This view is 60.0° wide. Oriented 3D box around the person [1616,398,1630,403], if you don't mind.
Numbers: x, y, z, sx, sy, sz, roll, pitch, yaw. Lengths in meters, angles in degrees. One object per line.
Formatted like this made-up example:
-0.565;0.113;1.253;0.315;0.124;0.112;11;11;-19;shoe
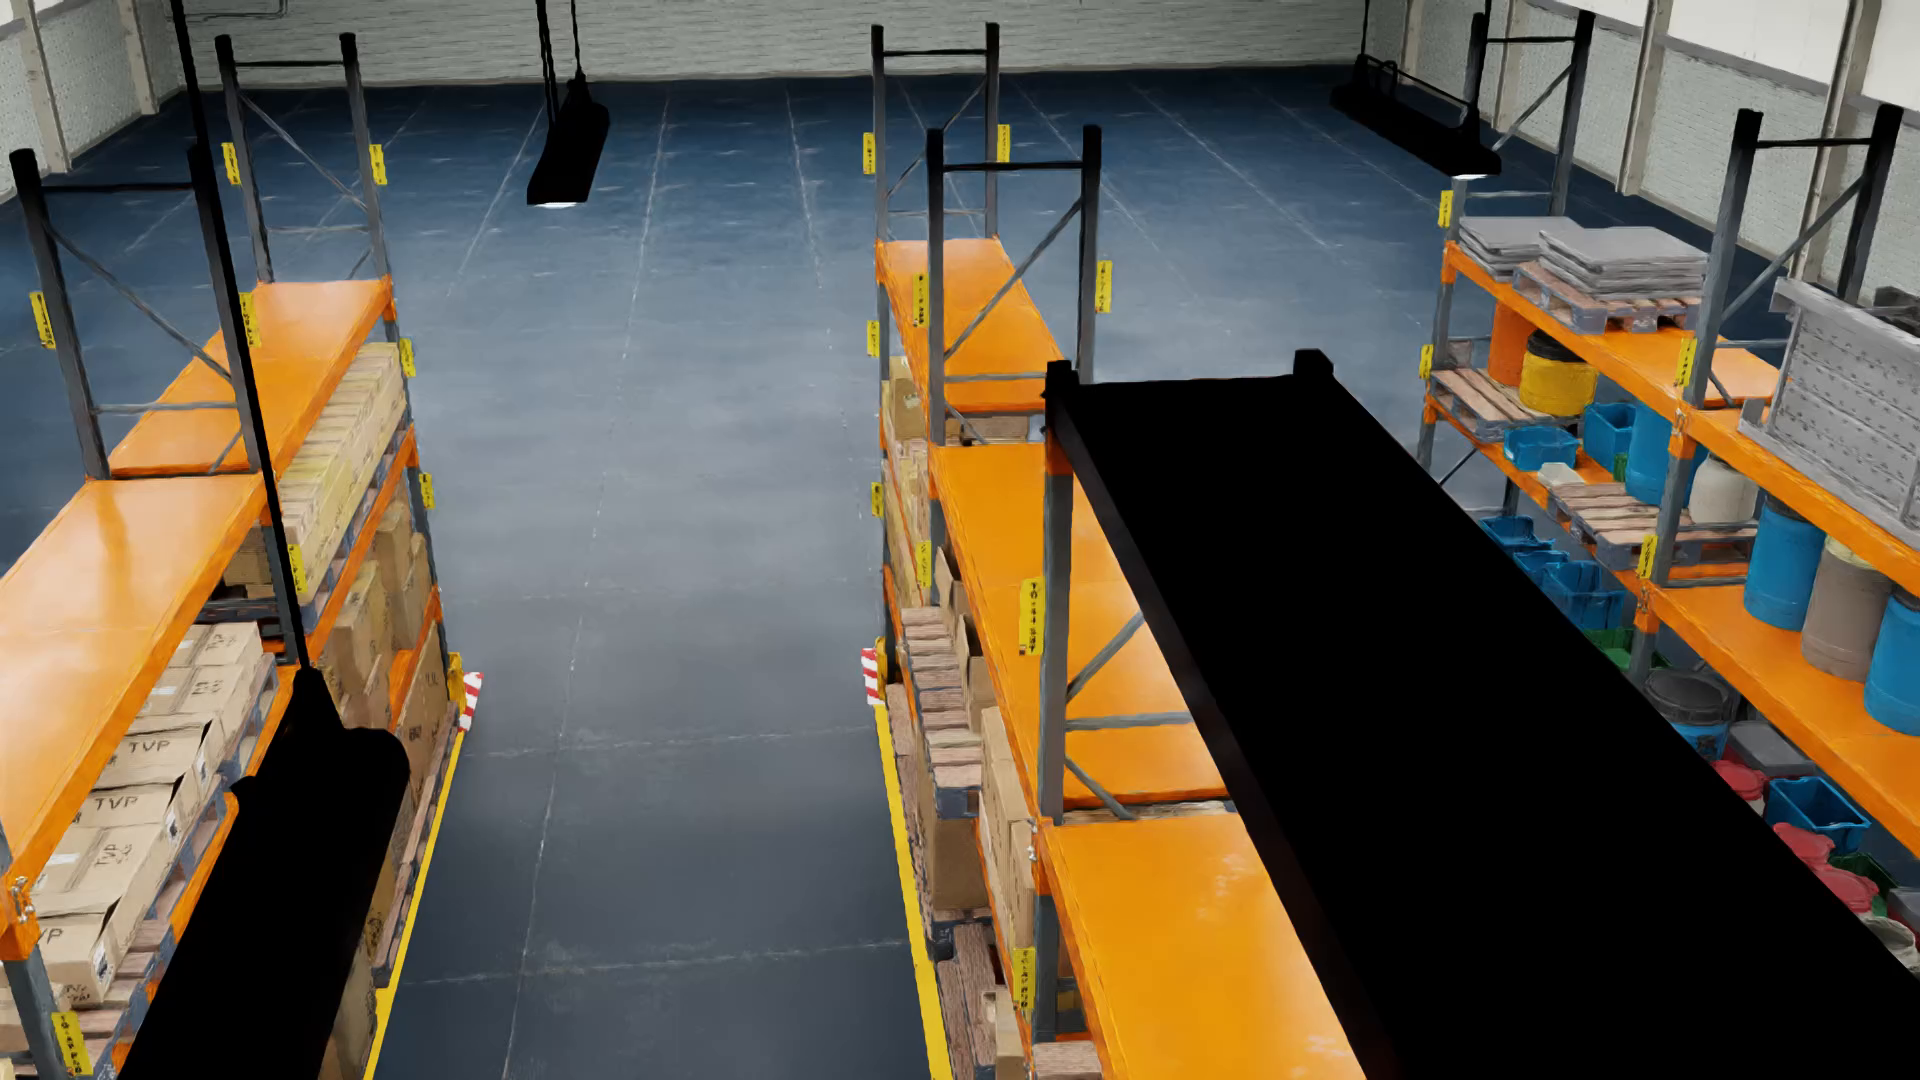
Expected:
7.042;-0.731;18.067;0.441;1.675;0.496;-18;31;-33;person
